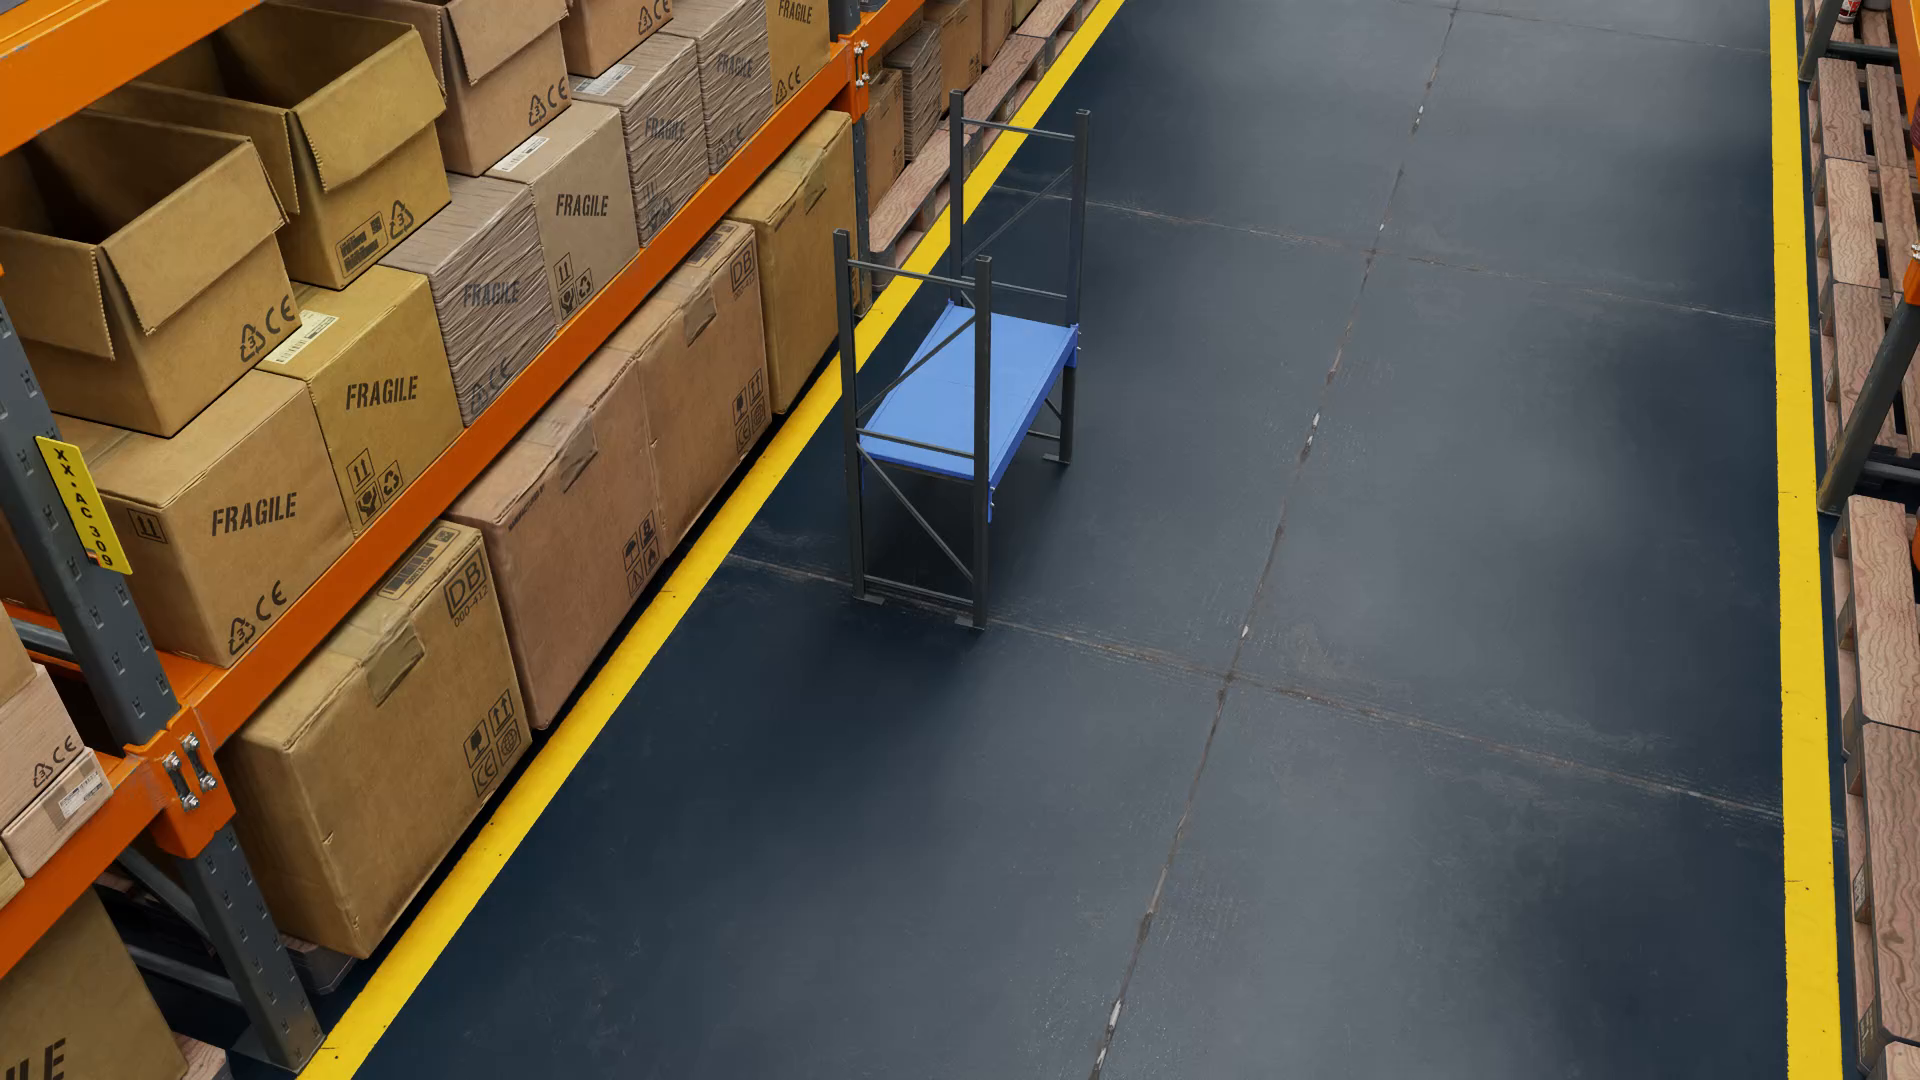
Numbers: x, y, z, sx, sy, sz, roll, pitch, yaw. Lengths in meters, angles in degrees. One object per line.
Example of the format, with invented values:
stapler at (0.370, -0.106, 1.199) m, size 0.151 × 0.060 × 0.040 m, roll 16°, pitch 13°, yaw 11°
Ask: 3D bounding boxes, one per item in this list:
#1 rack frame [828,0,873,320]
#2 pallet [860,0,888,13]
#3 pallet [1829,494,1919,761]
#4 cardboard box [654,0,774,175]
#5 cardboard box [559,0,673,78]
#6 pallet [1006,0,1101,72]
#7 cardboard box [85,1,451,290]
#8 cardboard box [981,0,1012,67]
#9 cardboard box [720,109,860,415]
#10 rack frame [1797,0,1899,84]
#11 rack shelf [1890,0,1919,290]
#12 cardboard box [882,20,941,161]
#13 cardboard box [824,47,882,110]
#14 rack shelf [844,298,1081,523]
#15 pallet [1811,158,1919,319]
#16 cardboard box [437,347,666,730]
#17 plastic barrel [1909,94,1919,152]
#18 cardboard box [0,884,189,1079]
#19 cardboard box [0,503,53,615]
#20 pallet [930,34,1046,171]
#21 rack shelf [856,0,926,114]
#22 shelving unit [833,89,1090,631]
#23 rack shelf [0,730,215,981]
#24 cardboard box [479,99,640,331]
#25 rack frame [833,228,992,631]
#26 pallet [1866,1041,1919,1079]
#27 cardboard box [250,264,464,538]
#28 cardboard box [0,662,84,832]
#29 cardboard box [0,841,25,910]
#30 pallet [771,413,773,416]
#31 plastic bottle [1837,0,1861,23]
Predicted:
rack frame at (-0.883, -2.267, 6.596) m, size 1.000 × 3.000 × 0.127 m, roll 13°, pitch 42°, yaw 15°
pallet at (-0.740, -2.652, 7.195) m, size 1.213 × 0.211 × 1.003 m, roll 13°, pitch 42°, yaw 15°
pallet at (3.541, 0.383, 5.638) m, size 1.003 × 0.211 × 1.213 m, roll 13°, pitch 42°, yaw 15°
cardboard box at (-0.995, -1.646, 5.791) m, size 0.500 × 0.500 × 0.500 m, roll 13°, pitch 42°, yaw 15°
cardboard box at (-1.374, -1.847, 5.254) m, size 0.797 × 0.503 × 0.637 m, roll 14°, pitch 42°, yaw 16°
pallet at (0.220, -3.171, 9.804) m, size 1.003 × 0.211 × 1.213 m, roll 13°, pitch 42°, yaw 15°
cardboard box at (-1.795, -1.054, 4.325) m, size 0.797 × 0.503 × 0.637 m, roll 14°, pitch 42°, yaw 16°
cardboard box at (-0.117, -2.925, 8.955) m, size 0.700 × 0.500 × 0.500 m, roll 10°, pitch 41°, yaw 11°
cardboard box at (-1.139, -1.202, 6.661) m, size 1.225 × 0.875 × 0.875 m, roll 11°, pitch 42°, yaw 13°
rack frame at (5.139, -3.607, 8.167) m, size 1.000 × 3.000 × 0.127 m, roll 13°, pitch 42°, yaw 15°
rack shelf at (4.455, -2.114, 6.971) m, size 1.077 × 0.370 × 4.000 m, roll 13°, pitch 42°, yaw 15°
cardboard box at (-0.495, -2.238, 8.149) m, size 0.700 × 0.500 × 0.500 m, roll 10°, pitch 41°, yaw 12°
cardboard box at (-0.682, -2.184, 7.508) m, size 0.500 × 0.250 × 0.500 m, roll 15°, pitch 43°, yaw 17°
rack shelf at (0.029, -0.486, 5.941) m, size 0.538 × 0.185 × 1.000 m, roll 13°, pitch 42°, yaw 15°
pallet at (4.491, -1.312, 7.626) m, size 1.003 × 0.211 × 1.213 m, roll 13°, pitch 42°, yaw 15°
cardboard box at (-1.746, -0.119, 5.392) m, size 1.225 × 0.875 × 0.875 m, roll 12°, pitch 42°, yaw 14°
plastic barrel at (3.645, -1.570, 5.674) m, size 0.600 × 0.536 × 0.708 m, roll 13°, pitch 42°, yaw 15°
cardboard box at (-2.552, 1.206, 3.839) m, size 0.875 × 0.875 × 0.875 m, roll 13°, pitch 42°, yaw 15°
cardboard box at (-2.348, -0.211, 4.109) m, size 0.500 × 0.500 × 0.500 m, roll 13°, pitch 42°, yaw 15°
pallet at (-0.196, -2.424, 8.929) m, size 1.003 × 0.211 × 1.213 m, roll 13°, pitch 42°, yaw 15°
rack shelf at (-0.199, -3.213, 8.259) m, size 1.077 × 0.370 × 4.000 m, roll 13°, pitch 42°, yaw 15°
shelving unit at (0.029, -0.623, 5.824) m, size 0.538 × 1.500 × 1.048 m, roll 13°, pitch 42°, yaw 15°
rack shelf at (-2.935, 1.666, 2.540) m, size 1.077 × 0.370 × 4.000 m, roll 13°, pitch 42°, yaw 15°
cardboard box at (-1.345, -1.019, 5.056) m, size 0.500 × 0.500 × 0.500 m, roll 14°, pitch 42°, yaw 16°
rack frame at (-0.145, -0.313, 5.461) m, size 0.500 × 1.500 × 0.032 m, roll 13°, pitch 42°, yaw 15°
pallet at (2.706, 1.871, 3.894) m, size 1.003 × 0.211 × 1.213 m, roll 13°, pitch 42°, yaw 15°
cardboard box at (-1.688, -0.397, 4.327) m, size 0.500 × 0.500 × 0.500 m, roll 13°, pitch 42°, yaw 15°
cardboard box at (-2.155, 0.444, 3.305) m, size 0.500 × 0.250 × 0.500 m, roll 13°, pitch 42°, yaw 14°
cardboard box at (-2.135, 0.684, 3.330) m, size 0.380 × 0.149 × 0.250 m, roll 14°, pitch 42°, yaw 16°
pallet at (-1.224, -0.742, 6.957) m, size 1.003 × 0.211 × 1.213 m, roll 13°, pitch 42°, yaw 15°
plastic bottle at (4.970, -3.001, 9.273) m, size 0.097 × 0.201 × 0.097 m, roll 0°, pitch 40°, yaw 0°
